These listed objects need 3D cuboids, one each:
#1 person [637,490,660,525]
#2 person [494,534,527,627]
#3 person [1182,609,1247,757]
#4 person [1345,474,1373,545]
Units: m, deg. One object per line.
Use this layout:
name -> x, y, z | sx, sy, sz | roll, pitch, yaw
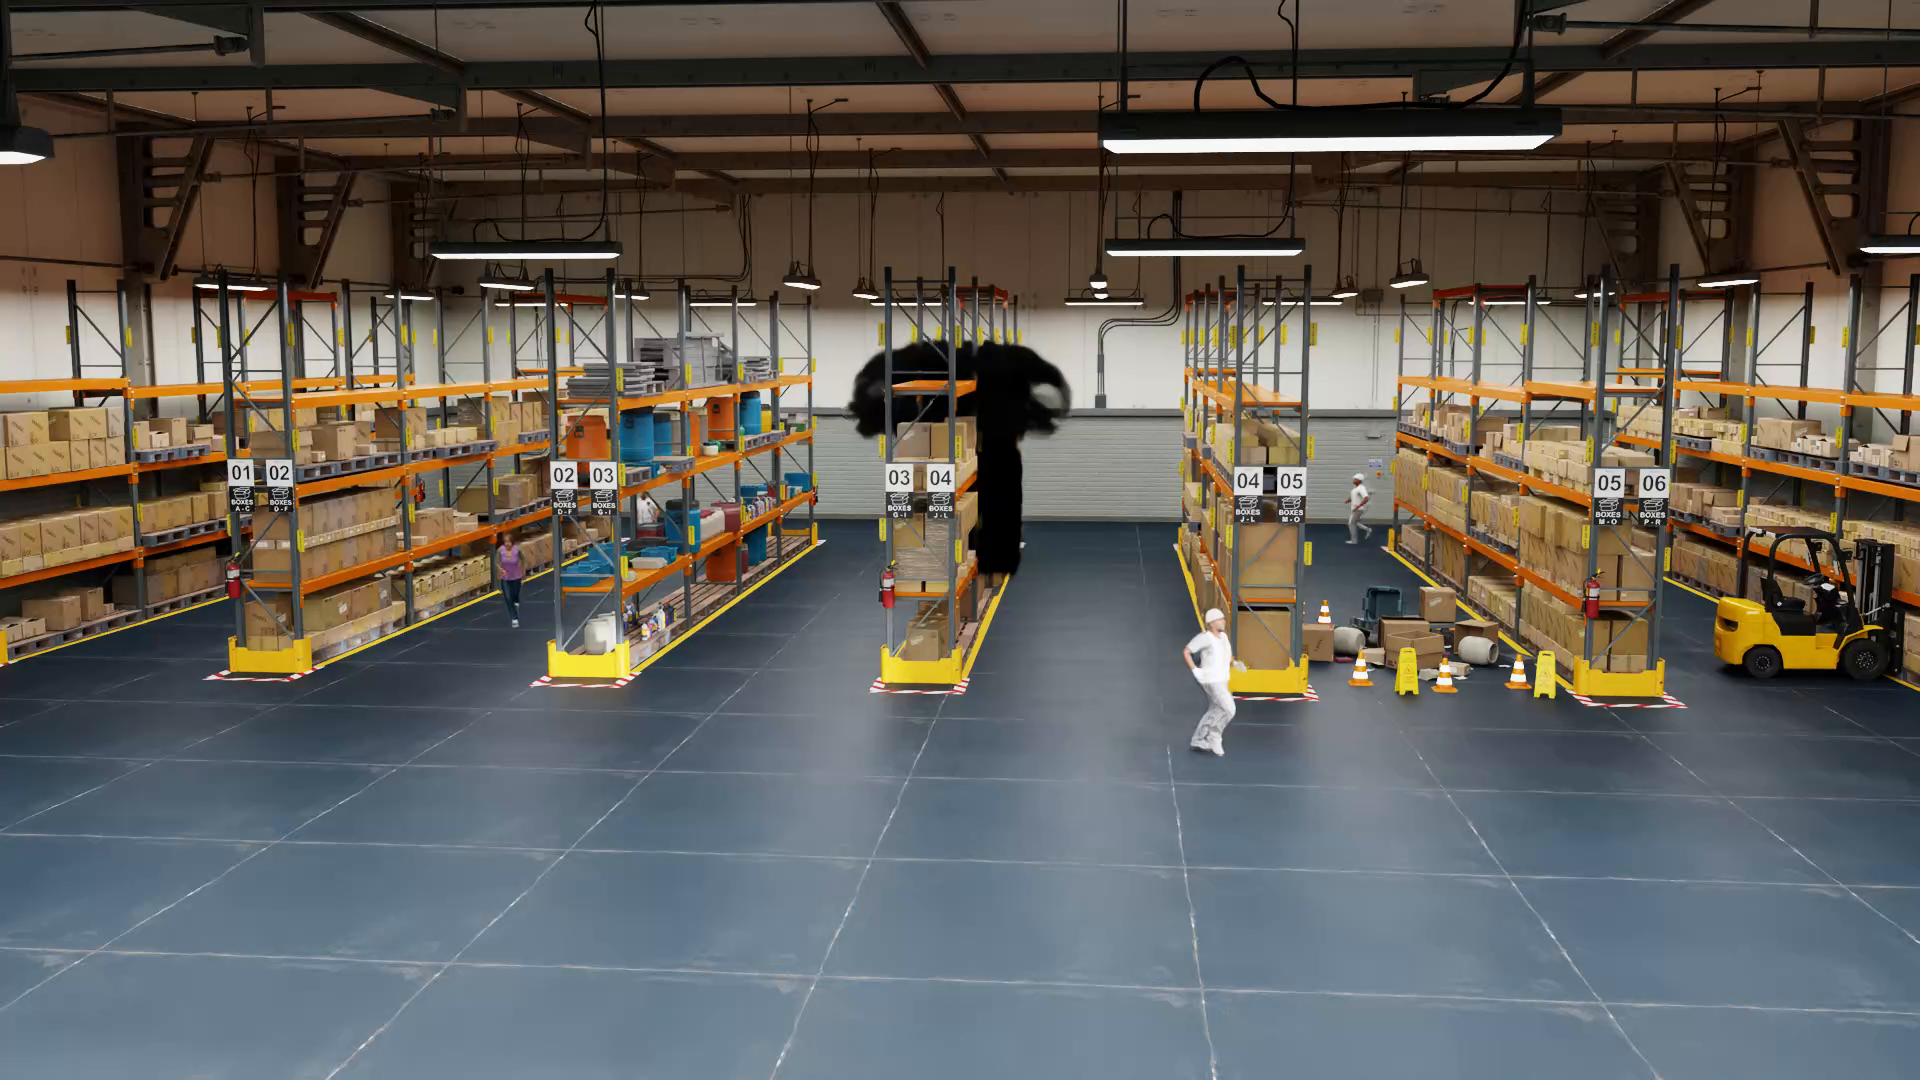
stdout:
person -> -7.128, -0.371, 37.588 | 0.592, 1.629, 0.577 | 1, 7, 7
person -> -7.364, 0.648, 27.297 | 0.506, 1.545, 0.690 | -1, 7, -7
person -> 3.081, 1.715, 20.010 | 0.693, 1.773, 0.694 | 5, 8, 35
person -> 9.693, -0.750, 40.319 | 0.687, 1.728, 0.699 | 0, 7, 3
